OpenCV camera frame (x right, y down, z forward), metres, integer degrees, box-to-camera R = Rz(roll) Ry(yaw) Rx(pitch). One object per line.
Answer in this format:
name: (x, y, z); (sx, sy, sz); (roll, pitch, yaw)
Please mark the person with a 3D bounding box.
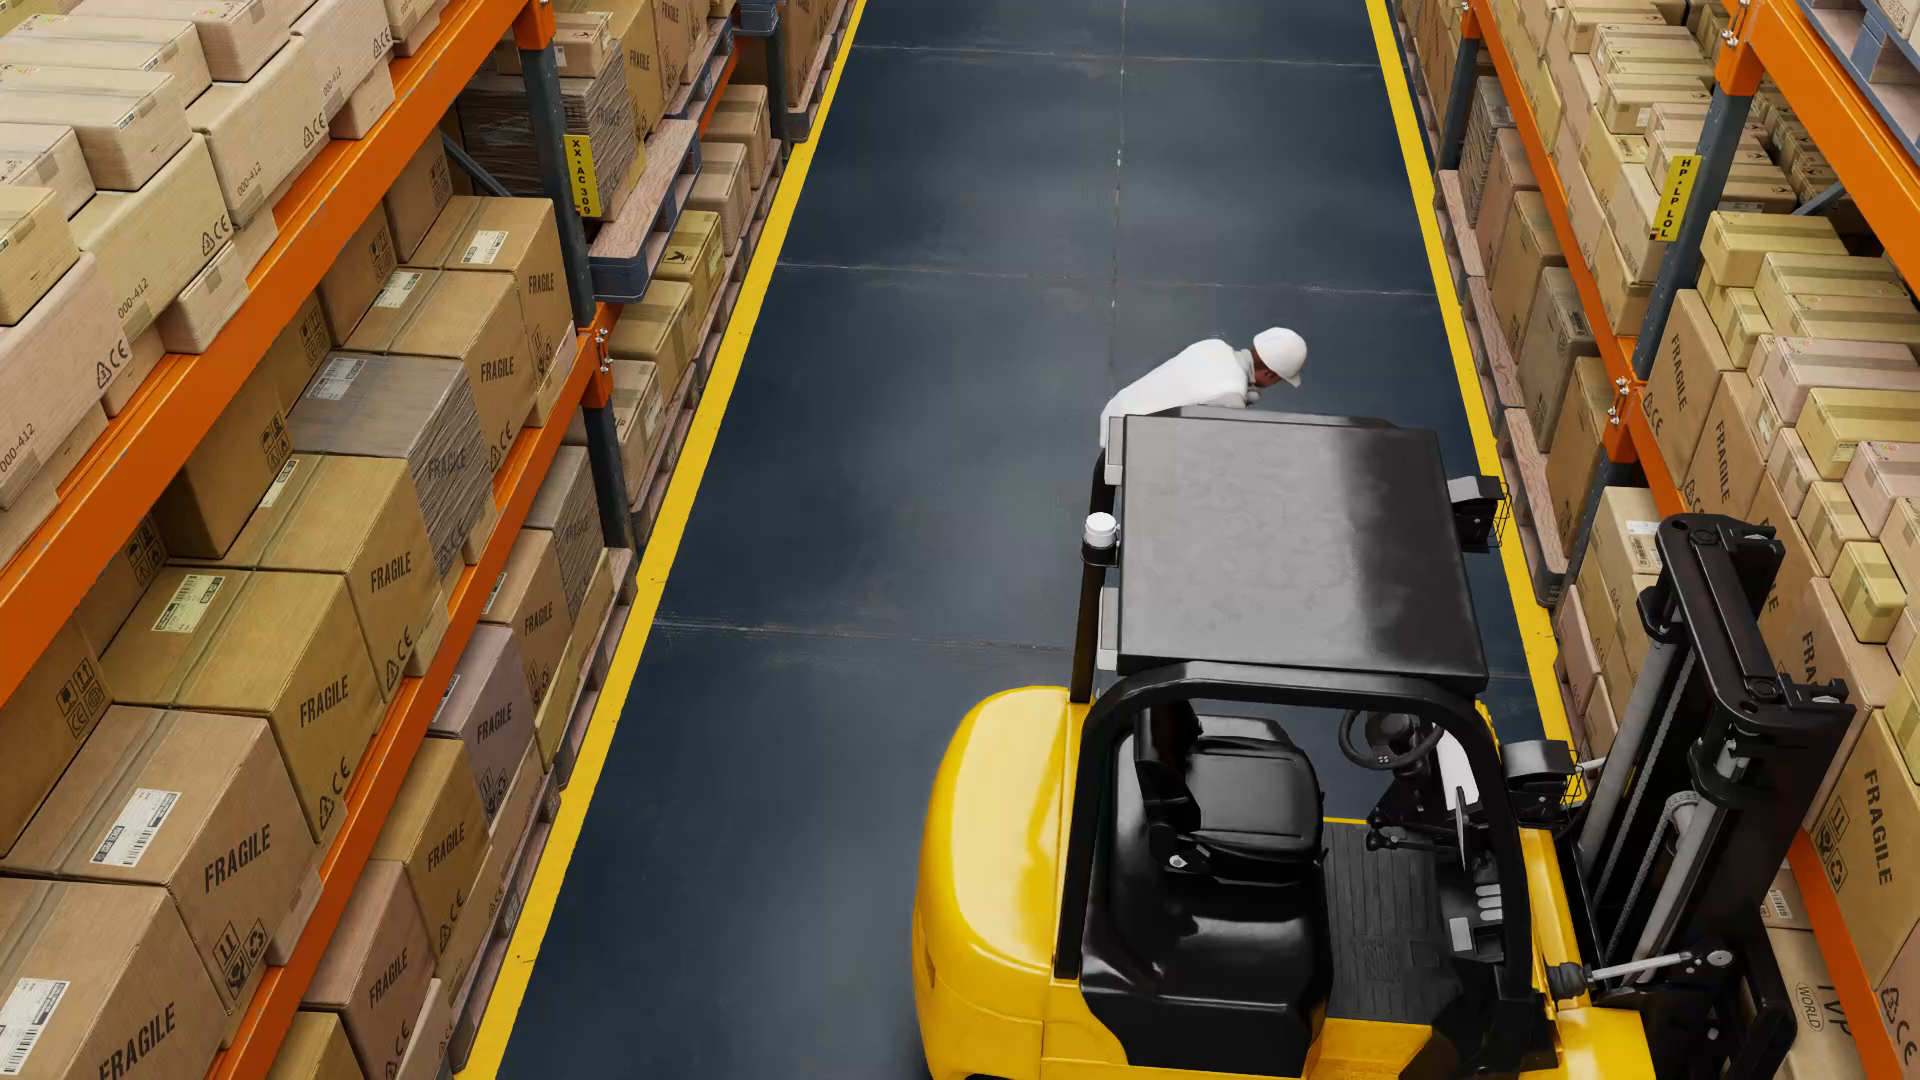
person: (1.053, -0.484, 7.319); (0.867, 1.009, 0.541); (3, 40, 4)
